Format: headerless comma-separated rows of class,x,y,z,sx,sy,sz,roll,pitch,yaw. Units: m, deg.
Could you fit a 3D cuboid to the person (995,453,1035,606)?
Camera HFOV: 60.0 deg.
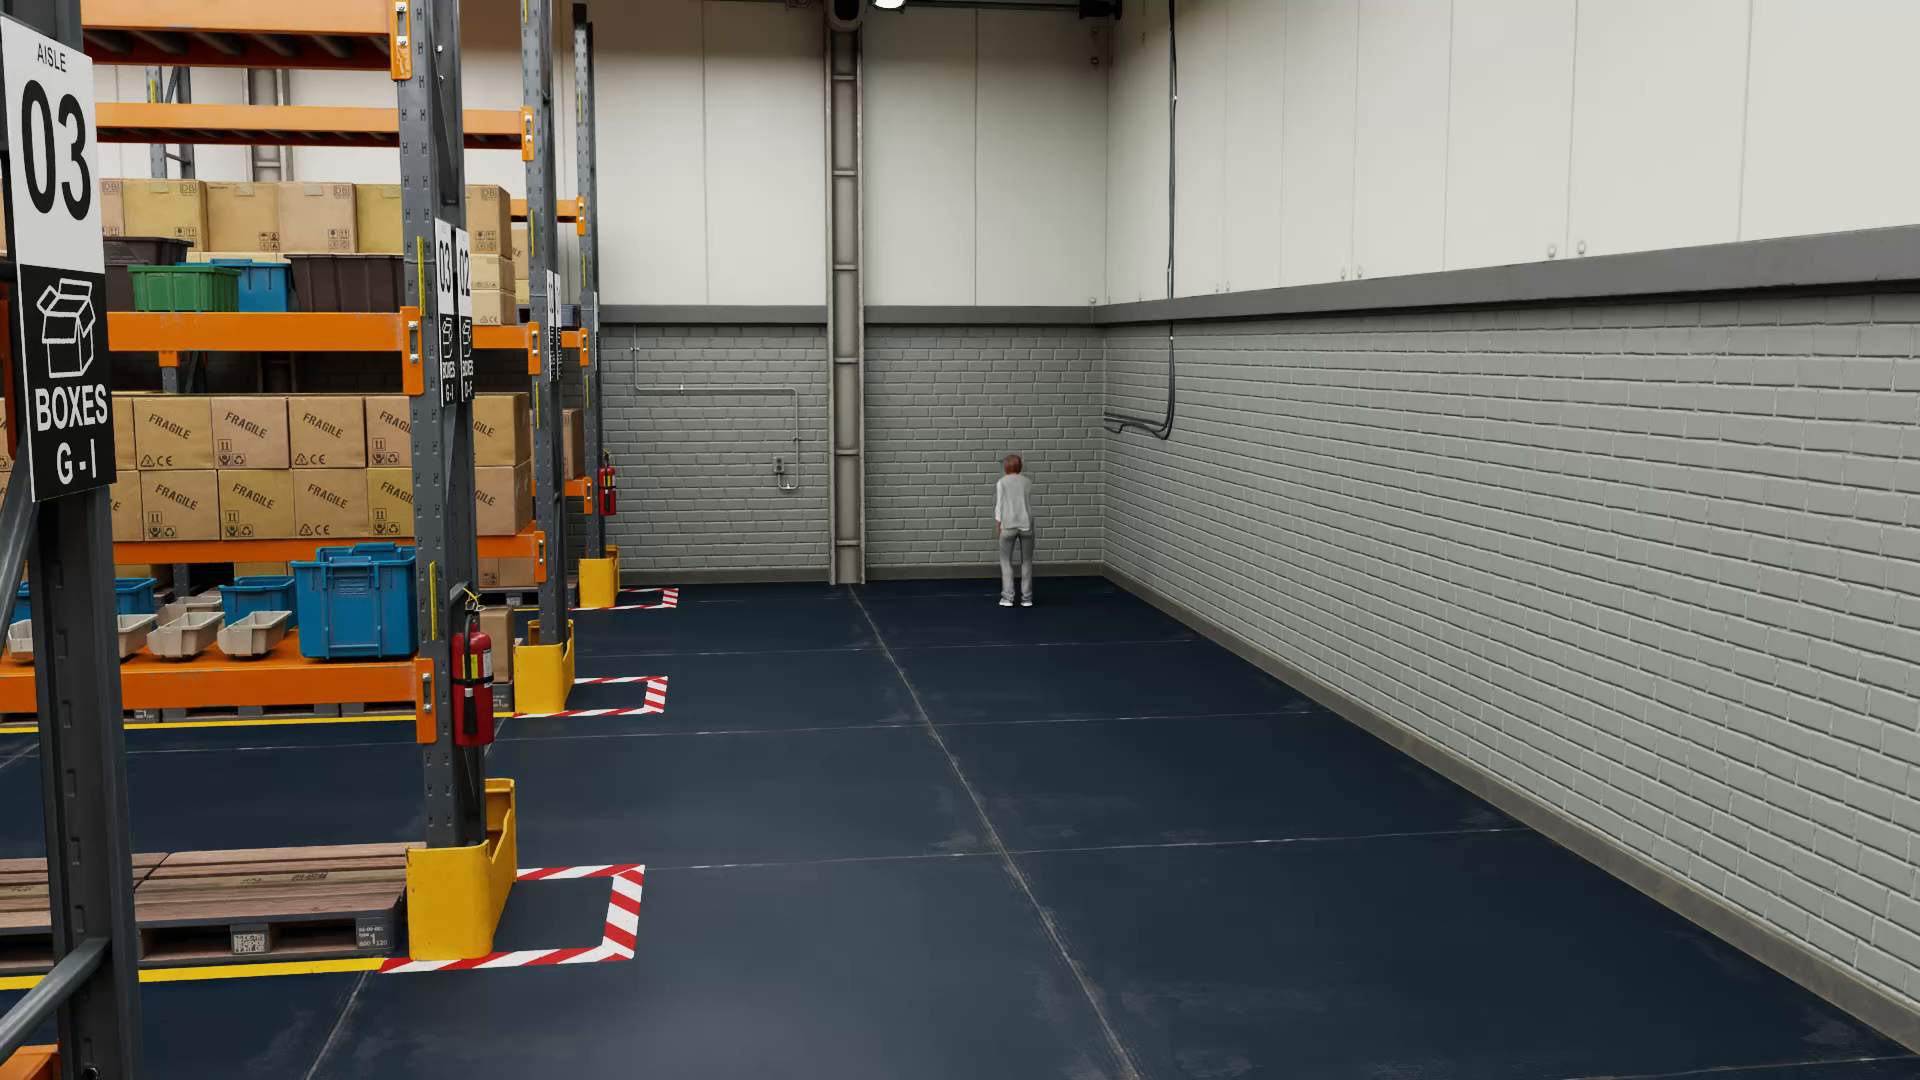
person,0.563,-0.101,17.060,0.373,1.562,0.532,-1,7,-10
